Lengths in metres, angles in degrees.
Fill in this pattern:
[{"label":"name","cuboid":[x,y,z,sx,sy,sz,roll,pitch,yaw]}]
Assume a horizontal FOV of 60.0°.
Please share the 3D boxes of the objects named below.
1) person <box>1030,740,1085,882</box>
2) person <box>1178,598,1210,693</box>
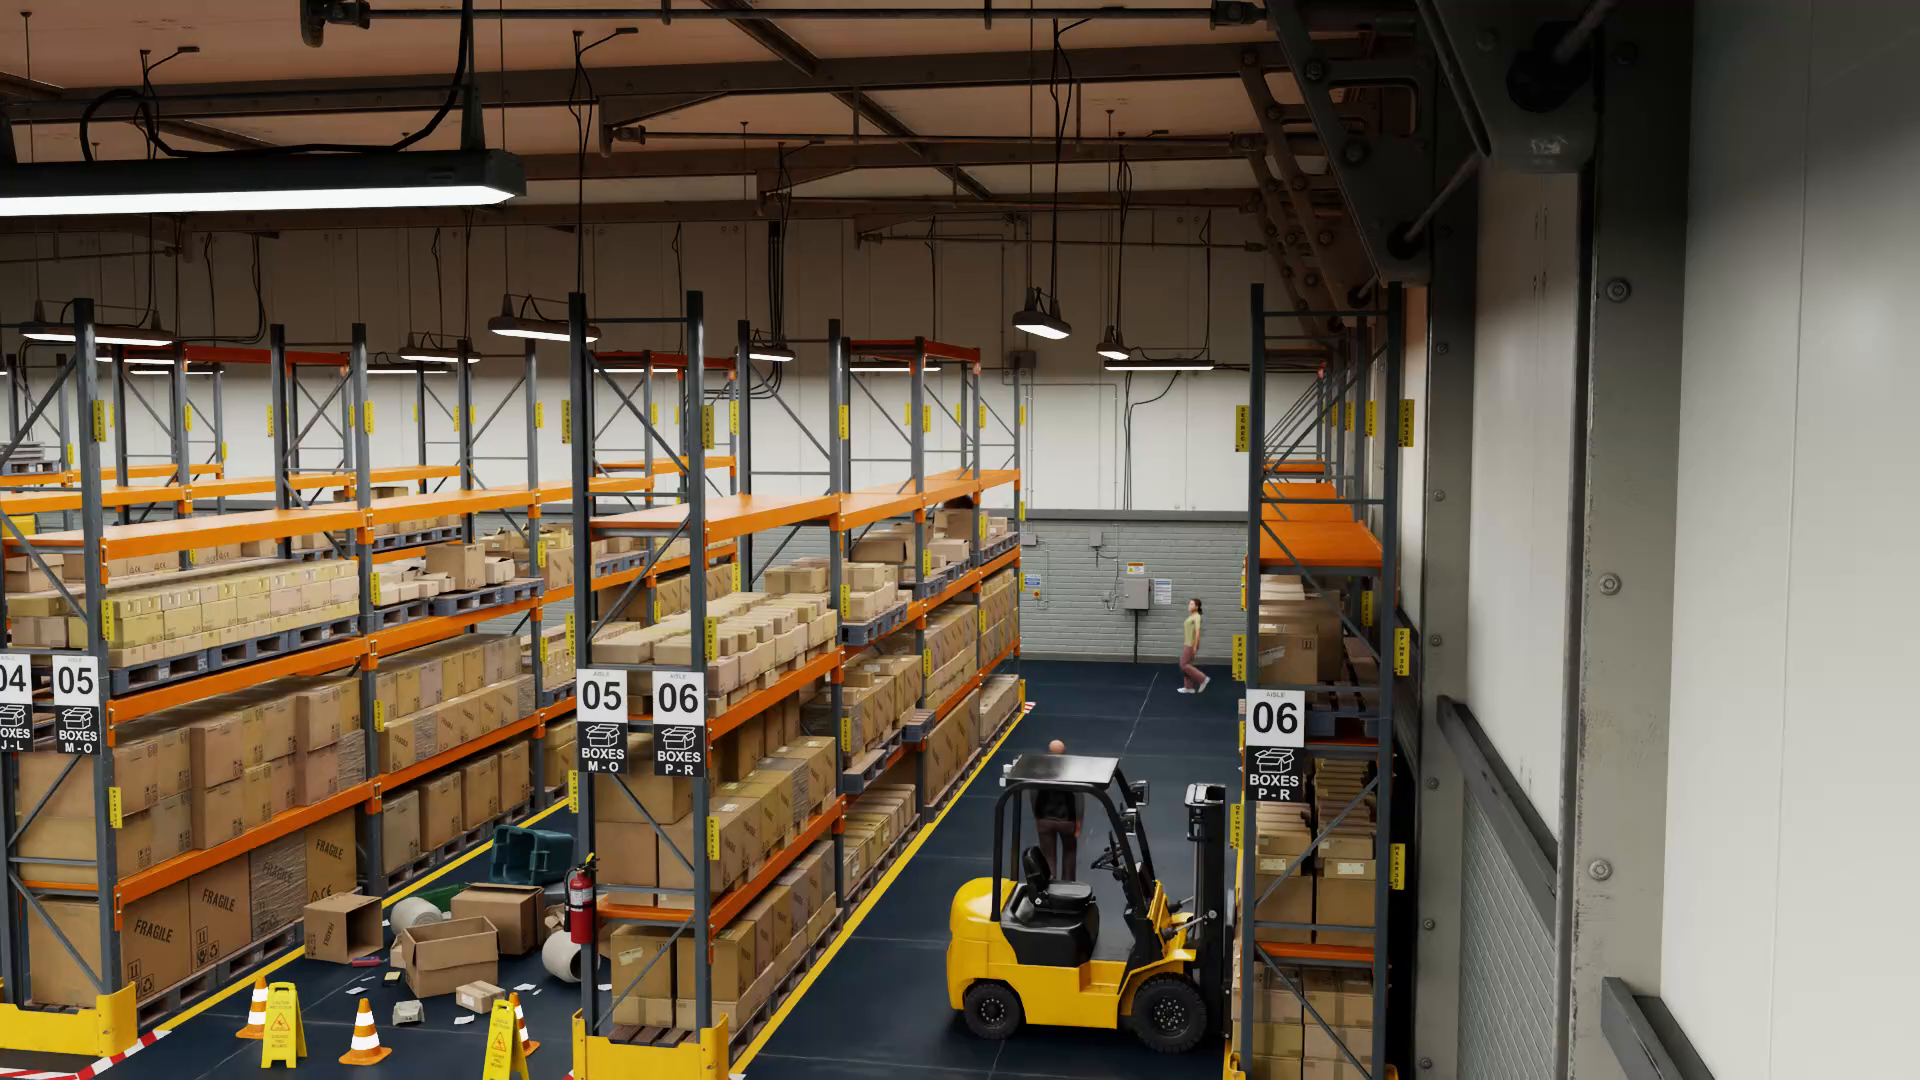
[{"label":"person","cuboid":[1.004,2.922,17.187,0.570,1.748,0.689,0,5,4]},{"label":"person","cuboid":[4.049,1.836,28.770,0.546,1.641,0.442,1,5,8]}]
